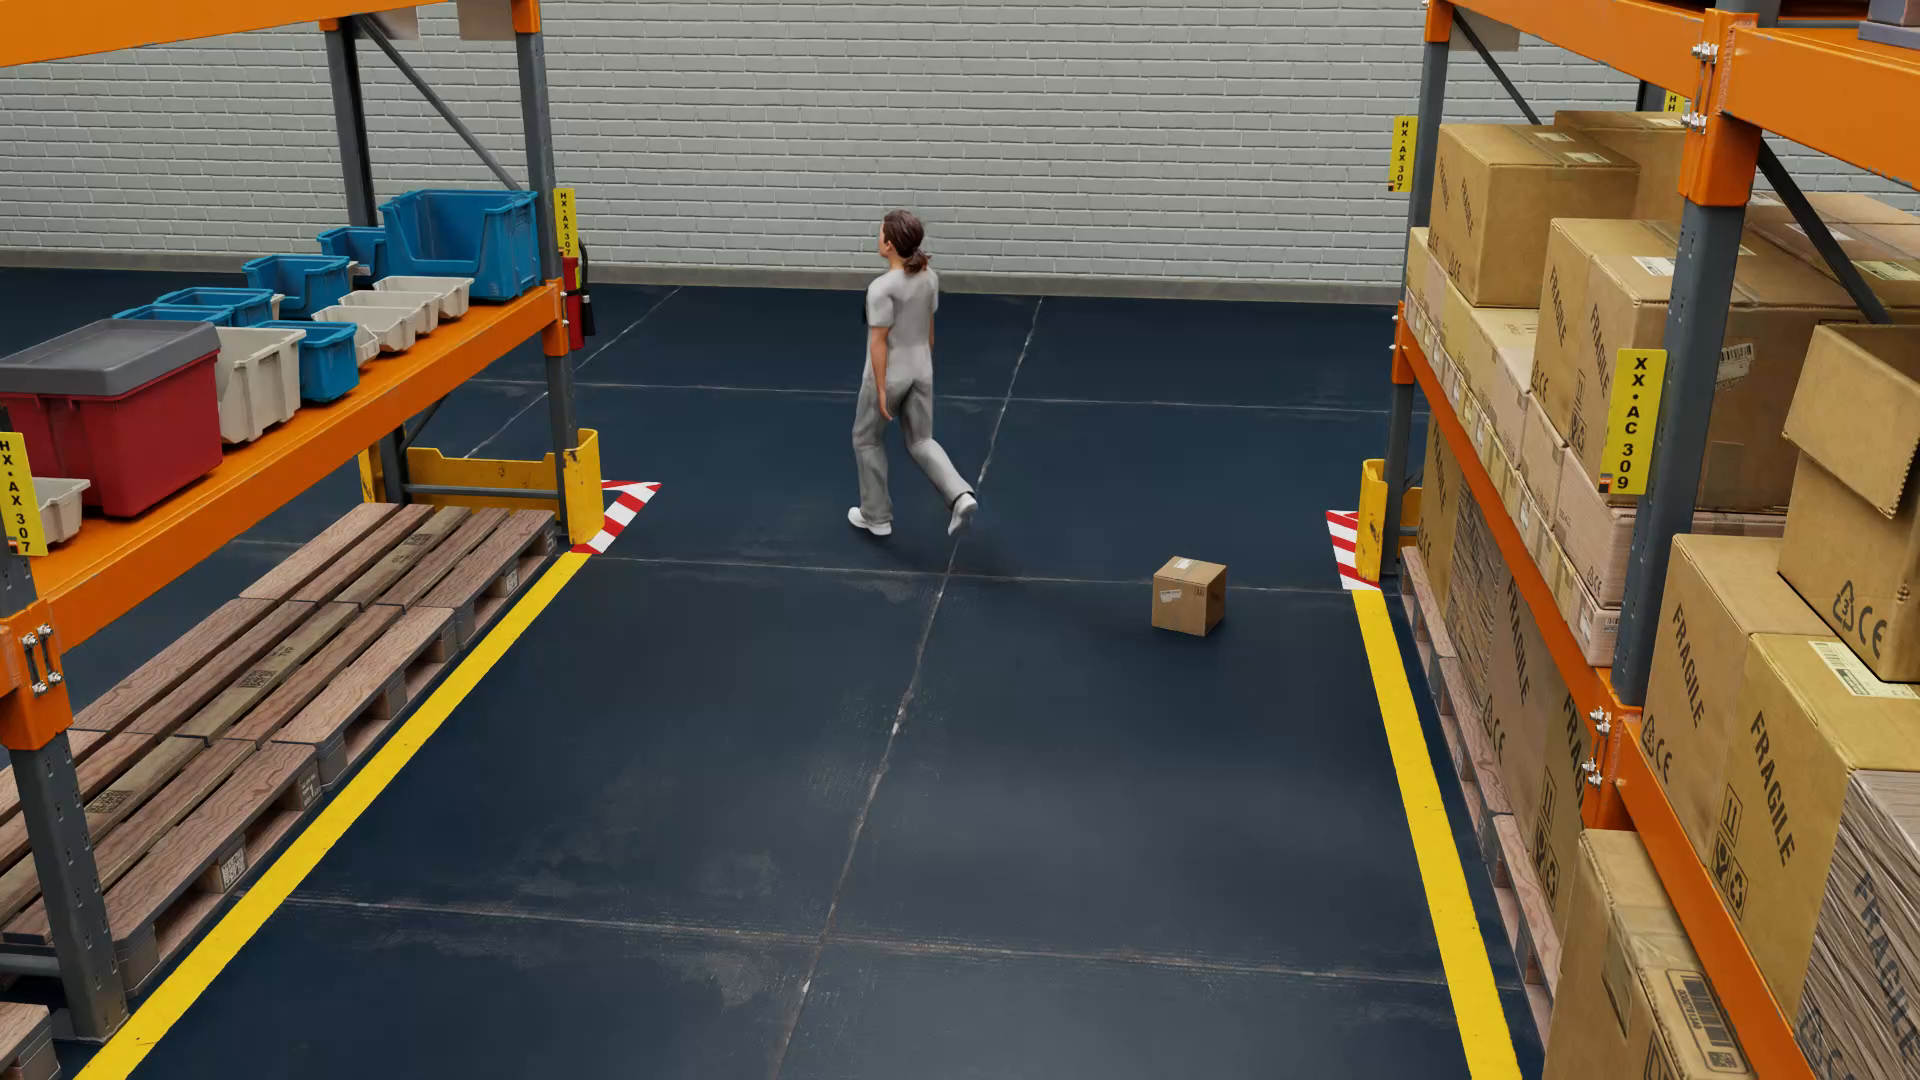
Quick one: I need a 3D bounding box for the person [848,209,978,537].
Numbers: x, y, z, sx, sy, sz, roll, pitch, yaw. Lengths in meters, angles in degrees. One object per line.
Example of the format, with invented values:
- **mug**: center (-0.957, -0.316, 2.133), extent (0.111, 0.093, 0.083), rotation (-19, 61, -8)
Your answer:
- **person**: center (-0.263, -0.767, 8.023), extent (0.438, 1.640, 0.823), rotation (-17, 27, -37)
